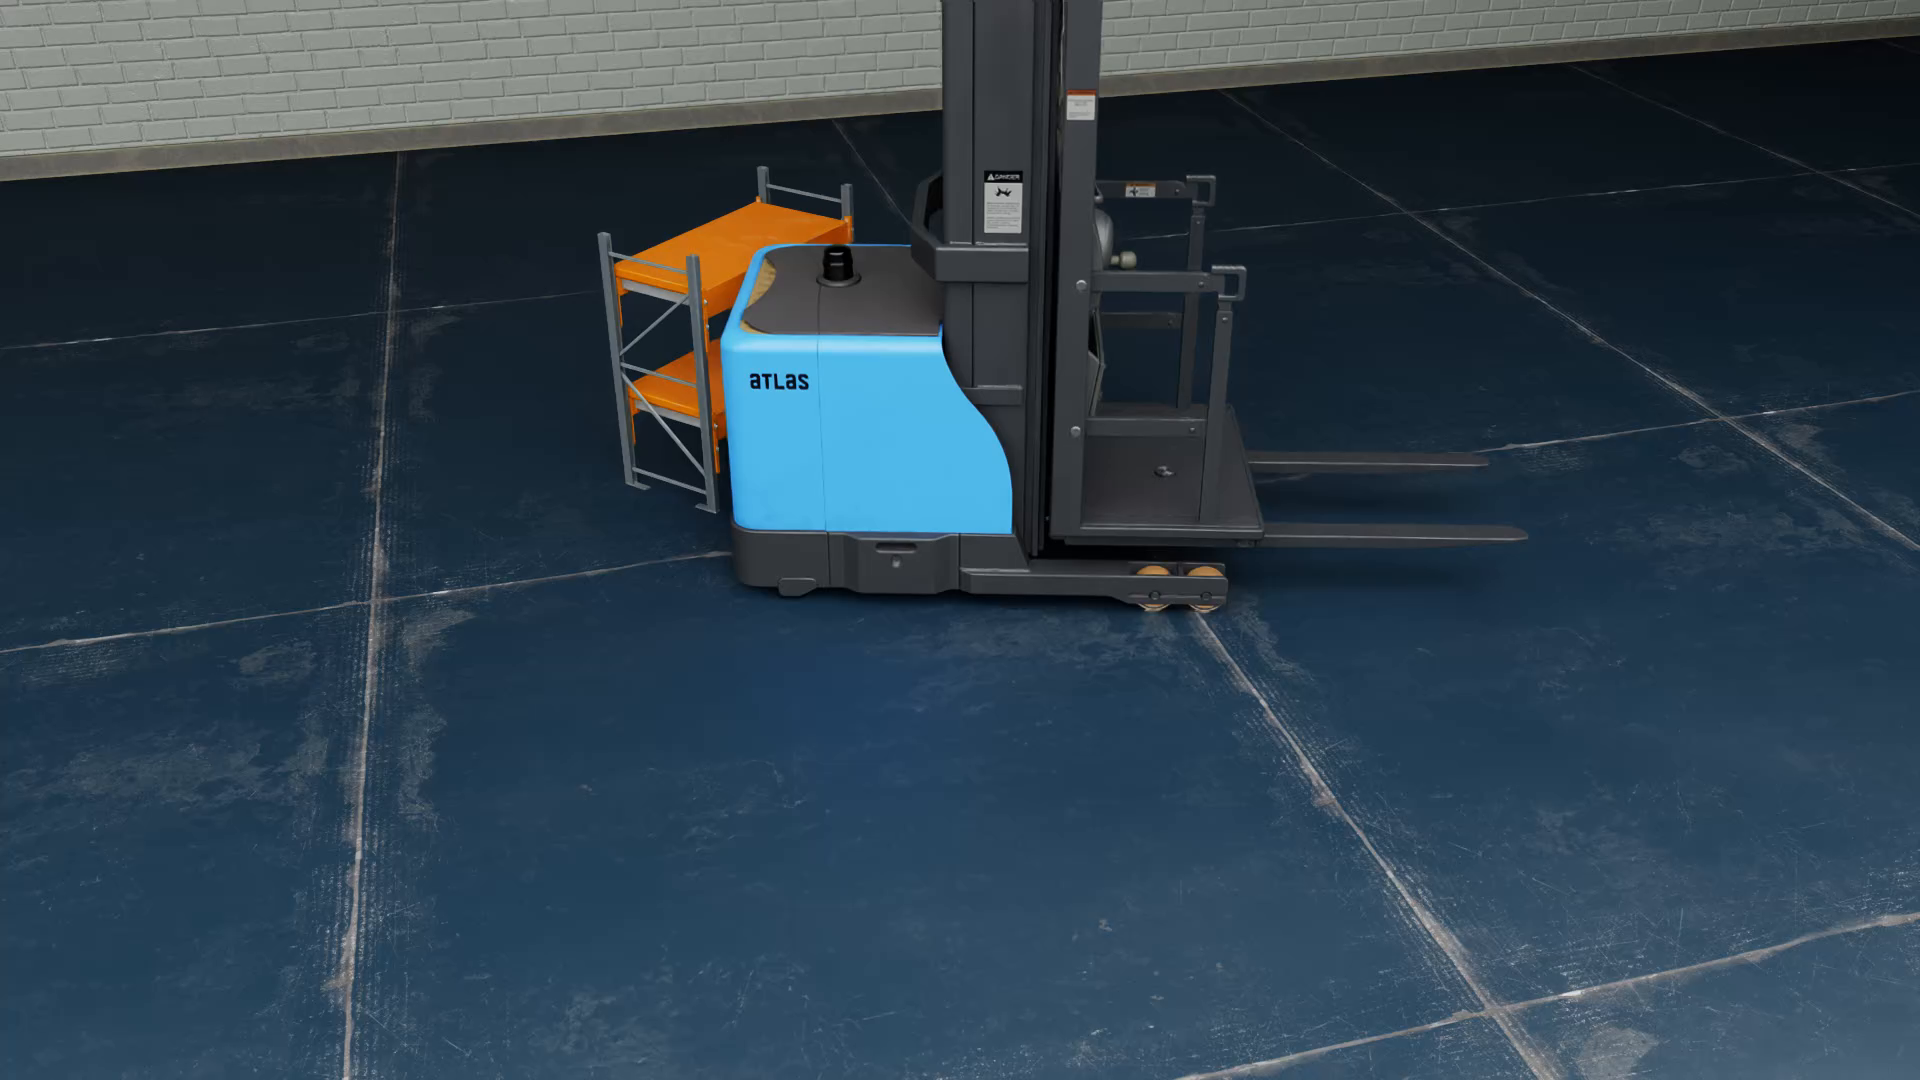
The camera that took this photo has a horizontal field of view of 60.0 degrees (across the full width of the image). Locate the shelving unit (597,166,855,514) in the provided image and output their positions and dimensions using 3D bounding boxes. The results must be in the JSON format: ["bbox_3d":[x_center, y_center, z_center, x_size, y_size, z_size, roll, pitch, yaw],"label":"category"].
[{"bbox_3d":[-0.951,-0.884,7.154,0.538,1.125,1.048,18,34,28],"label":"shelving unit"}]

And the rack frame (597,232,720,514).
[{"bbox_3d":[-1.222,-0.668,6.782,0.500,1.125,0.032,18,34,28],"label":"rack frame"}]

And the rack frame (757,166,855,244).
[{"bbox_3d":[-0.679,-1.099,7.526,0.500,1.125,0.032,18,34,28],"label":"rack frame"}]

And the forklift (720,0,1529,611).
[{"bbox_3d":[0.660,-1.271,6.020,3.031,2.935,1.130,1,30,1],"label":"forklift"}]

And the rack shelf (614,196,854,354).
[{"bbox_3d":[-0.951,-1.137,7.007,0.538,0.278,1.000,18,34,28],"label":"rack shelf"}]

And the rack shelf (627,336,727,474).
[{"bbox_3d":[-0.951,-0.672,7.276,0.538,0.278,1.000,18,34,28],"label":"rack shelf"}]
